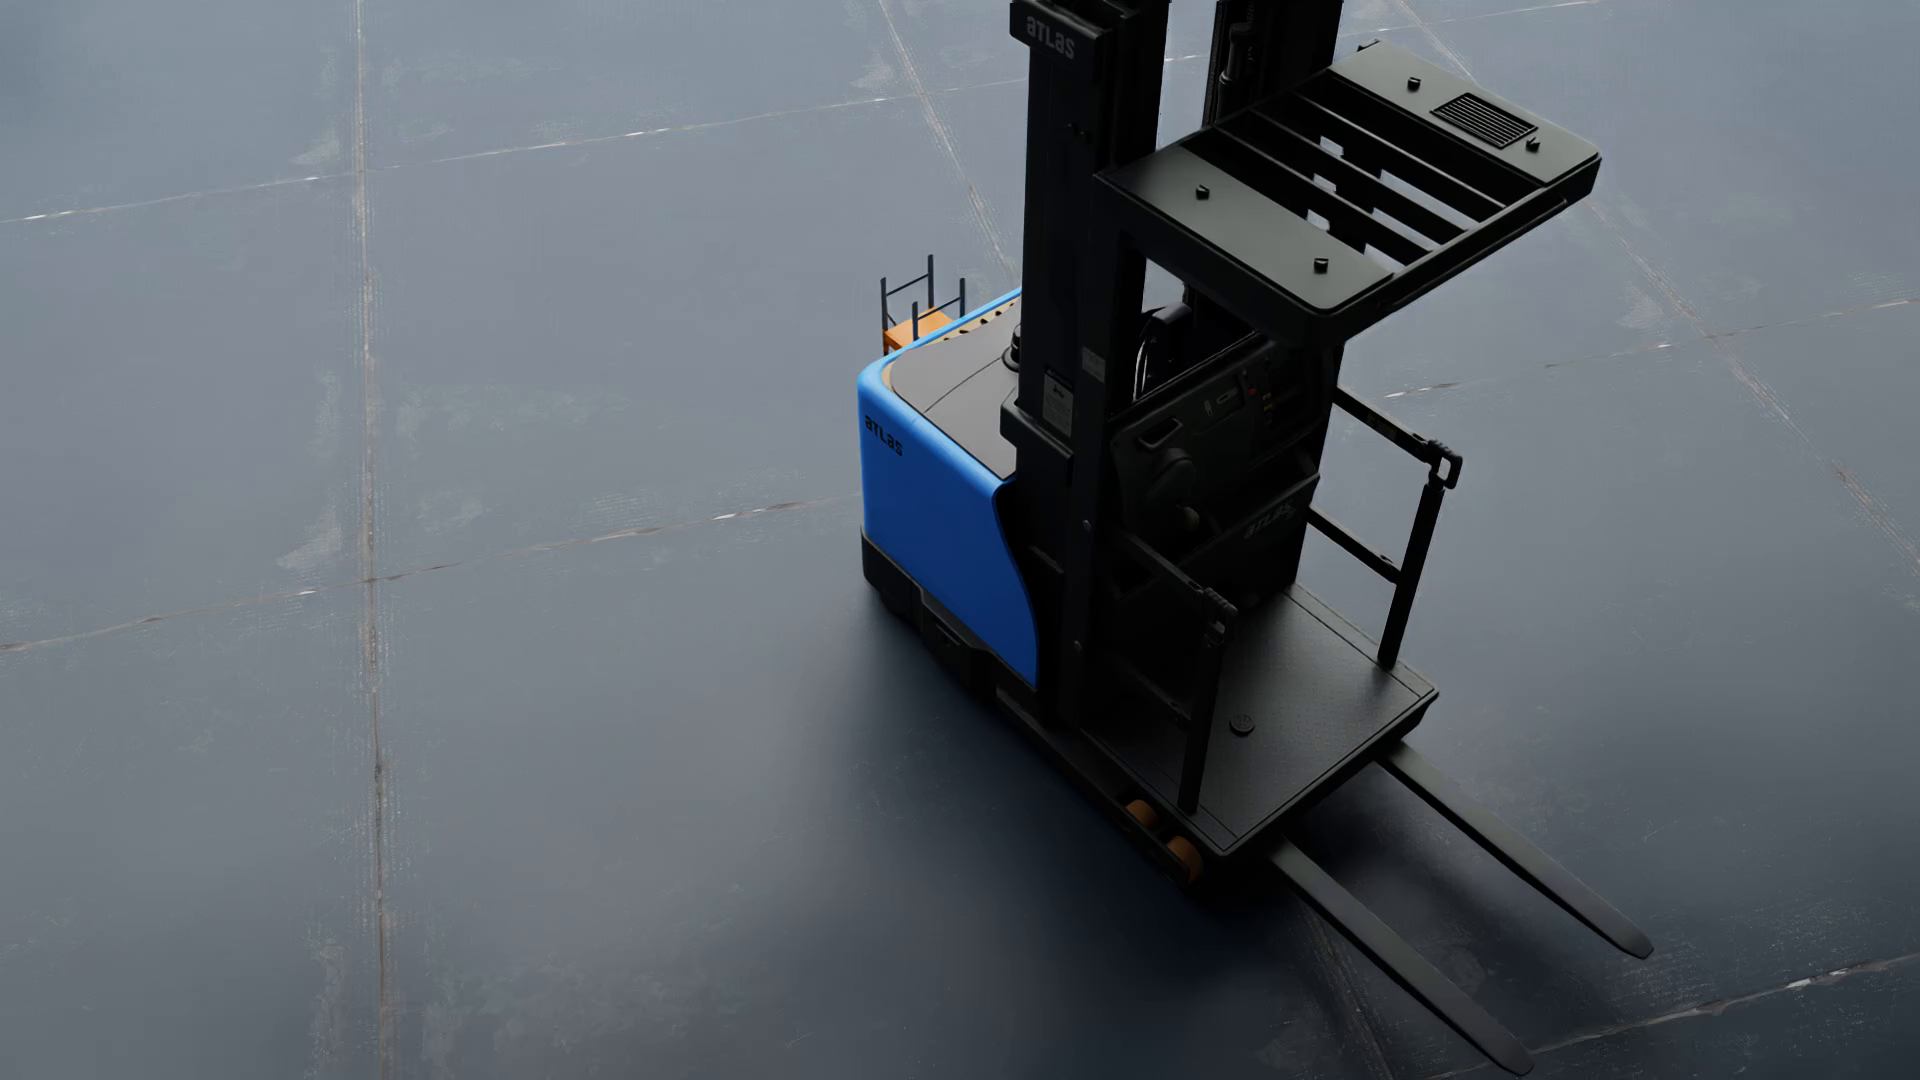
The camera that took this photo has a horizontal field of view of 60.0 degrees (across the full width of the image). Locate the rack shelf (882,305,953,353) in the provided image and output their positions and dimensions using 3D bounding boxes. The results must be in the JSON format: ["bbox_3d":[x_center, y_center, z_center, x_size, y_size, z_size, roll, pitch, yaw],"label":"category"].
[{"bbox_3d":[-0.135,-0.746,6.199,0.258,0.103,0.180,-31,53,-27],"label":"rack shelf"}]

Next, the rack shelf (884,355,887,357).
[{"bbox_3d":[-0.135,-0.662,6.285,0.258,0.103,0.180,-31,53,-27],"label":"rack shelf"}]

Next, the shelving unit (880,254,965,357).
[{"bbox_3d":[-0.135,-0.525,6.424,0.258,1.200,0.189,-31,53,-27],"label":"shelving unit"}]

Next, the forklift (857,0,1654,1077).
[{"bbox_3d":[0.946,-0.275,4.967,1.130,2.935,3.031,-31,53,-27],"label":"forklift"}]

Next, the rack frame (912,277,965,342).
[{"bbox_3d":[-0.076,-0.475,6.375,0.240,1.200,0.006,-31,53,-27],"label":"rack frame"}]

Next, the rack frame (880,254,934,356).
[{"bbox_3d":[-0.193,-0.575,6.474,0.240,1.200,0.006,-31,53,-27],"label":"rack frame"}]
